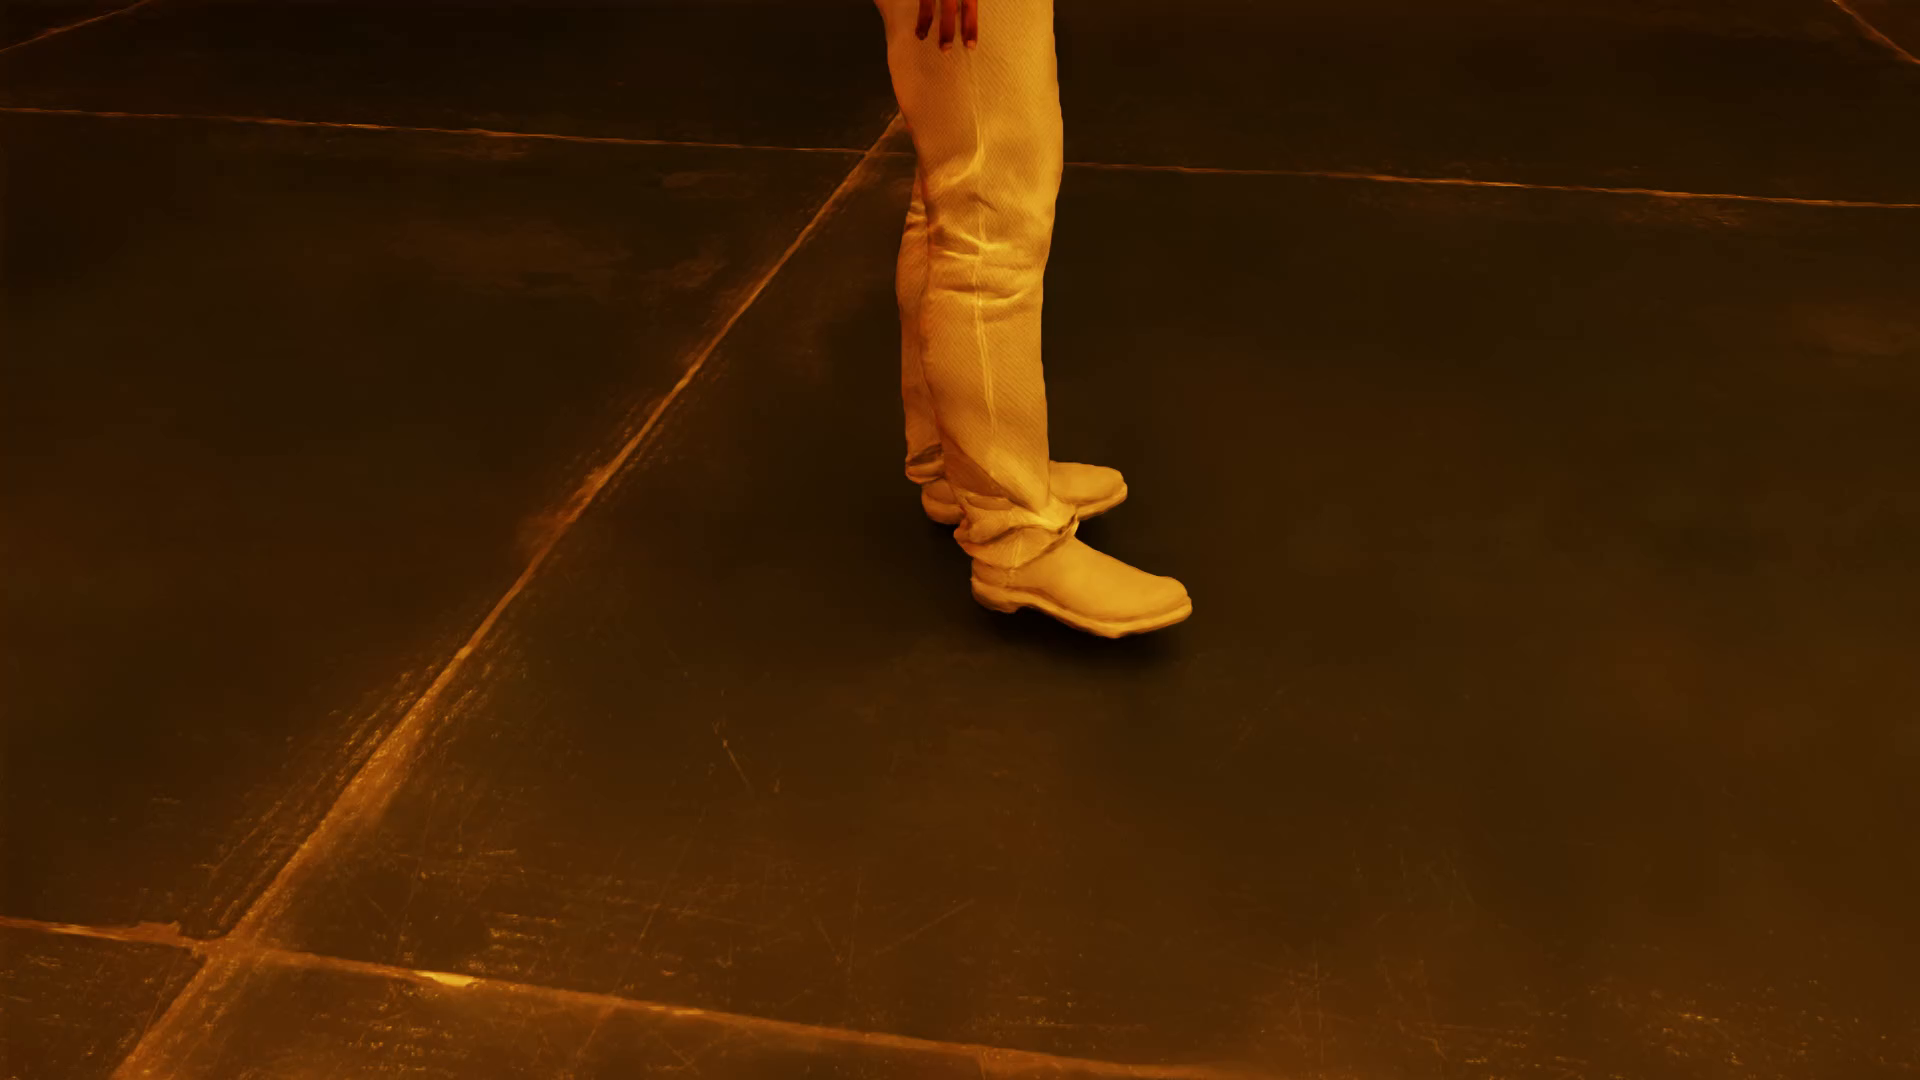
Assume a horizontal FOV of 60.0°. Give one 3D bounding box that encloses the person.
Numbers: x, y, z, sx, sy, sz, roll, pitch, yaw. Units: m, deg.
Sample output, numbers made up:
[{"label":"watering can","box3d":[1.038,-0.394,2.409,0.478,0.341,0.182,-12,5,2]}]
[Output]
[{"label":"person","box3d":[0.068,-0.804,2.034,0.576,1.765,0.665,5,29,9]}]
